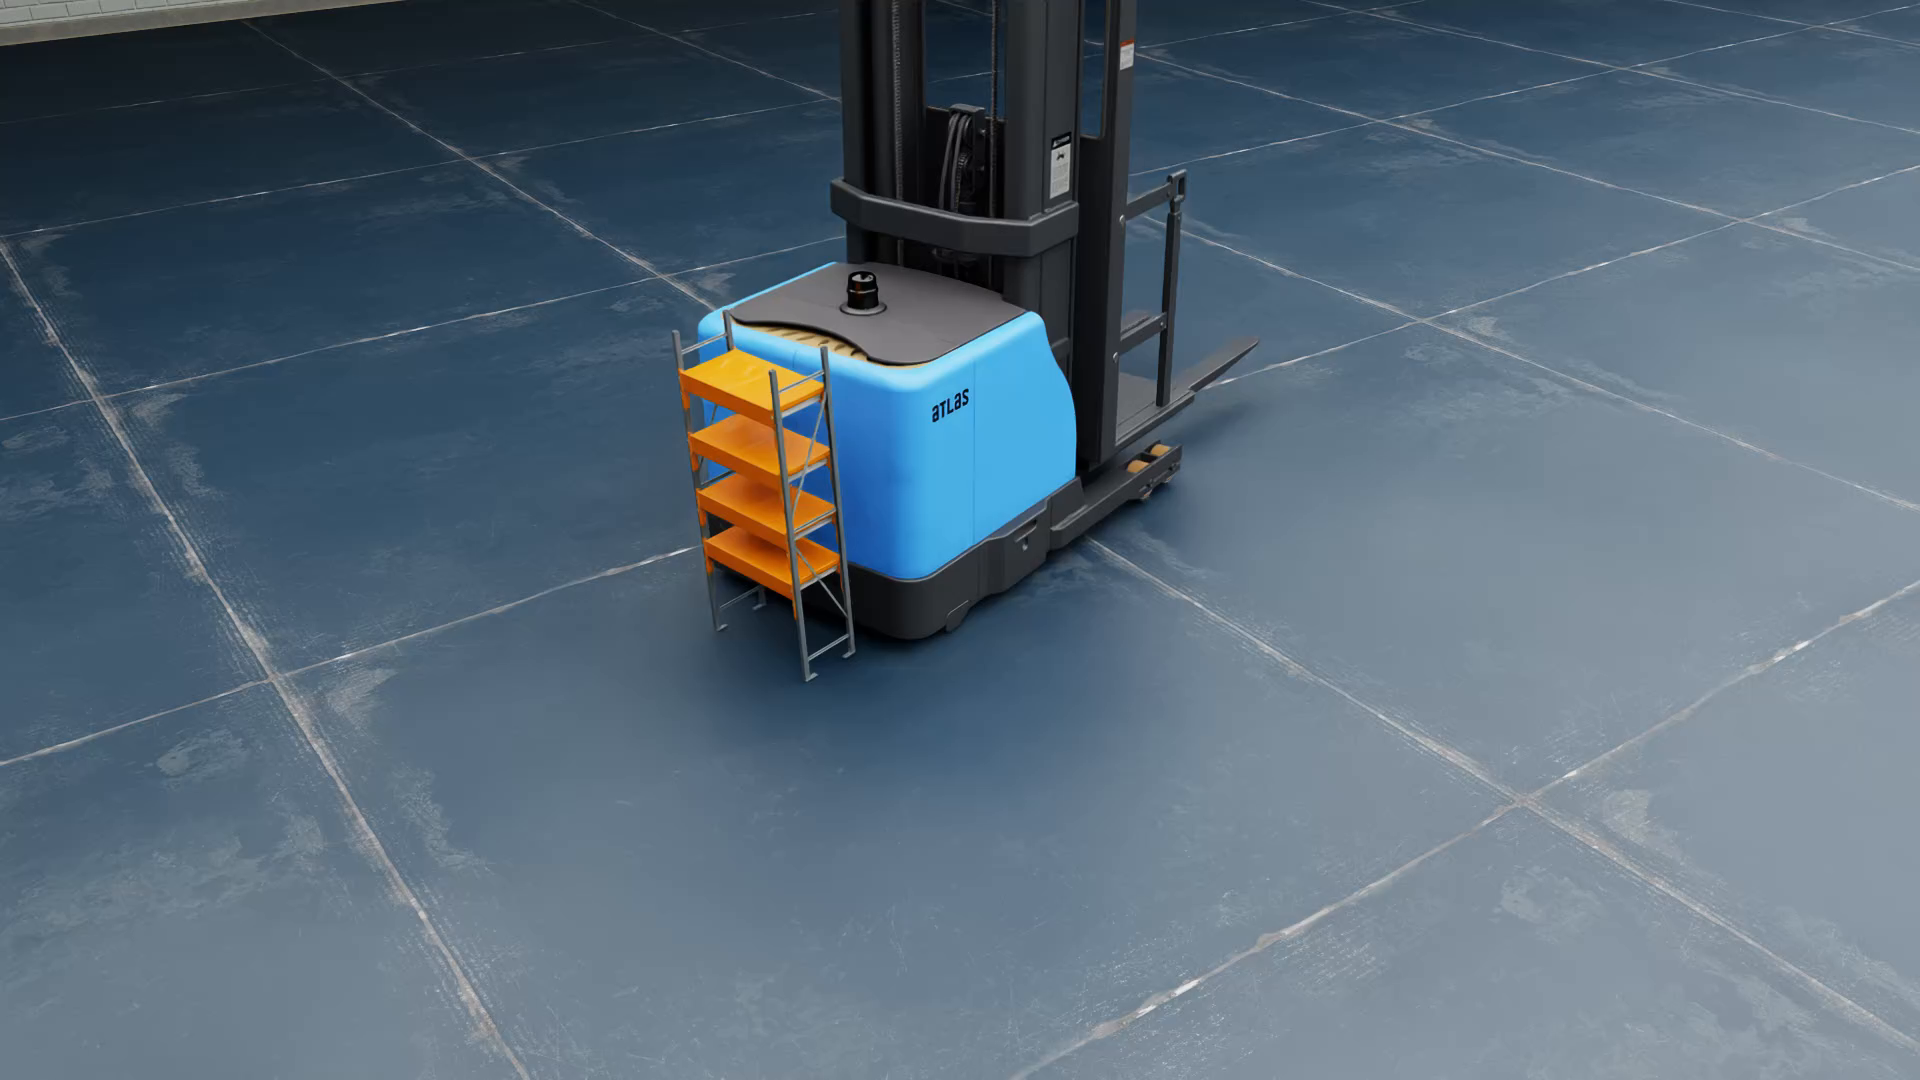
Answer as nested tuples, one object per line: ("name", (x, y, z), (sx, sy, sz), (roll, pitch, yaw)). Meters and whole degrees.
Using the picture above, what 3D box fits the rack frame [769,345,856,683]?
("rack frame", (-0.488, -0.064, 5.594), (0.015, 1.200, 0.240), (24, 40, 37))

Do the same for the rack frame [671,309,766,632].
("rack frame", (-0.844, -0.223, 5.888), (0.015, 1.200, 0.240), (24, 40, 37))

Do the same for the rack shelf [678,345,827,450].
("rack shelf", (-0.683, -0.480, 5.538), (0.480, 0.148, 0.258), (24, 40, 37))

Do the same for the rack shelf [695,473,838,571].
("rack shelf", (-0.663, -0.086, 5.776), (0.480, 0.148, 0.258), (24, 40, 37))

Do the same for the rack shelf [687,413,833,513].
("rack shelf", (-0.673, -0.278, 5.660), (0.480, 0.148, 0.258), (24, 40, 37))

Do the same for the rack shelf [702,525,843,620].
("rack shelf", (-0.654, 0.084, 5.878), (0.480, 0.148, 0.258), (24, 40, 37))

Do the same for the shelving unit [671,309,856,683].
("shelving unit", (-0.666, -0.144, 5.741), (0.503, 1.200, 0.258), (24, 40, 37))

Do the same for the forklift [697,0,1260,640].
("forklift", (0.304, -1.580, 6.589), (1.130, 2.935, 3.031), (19, 34, 31))
